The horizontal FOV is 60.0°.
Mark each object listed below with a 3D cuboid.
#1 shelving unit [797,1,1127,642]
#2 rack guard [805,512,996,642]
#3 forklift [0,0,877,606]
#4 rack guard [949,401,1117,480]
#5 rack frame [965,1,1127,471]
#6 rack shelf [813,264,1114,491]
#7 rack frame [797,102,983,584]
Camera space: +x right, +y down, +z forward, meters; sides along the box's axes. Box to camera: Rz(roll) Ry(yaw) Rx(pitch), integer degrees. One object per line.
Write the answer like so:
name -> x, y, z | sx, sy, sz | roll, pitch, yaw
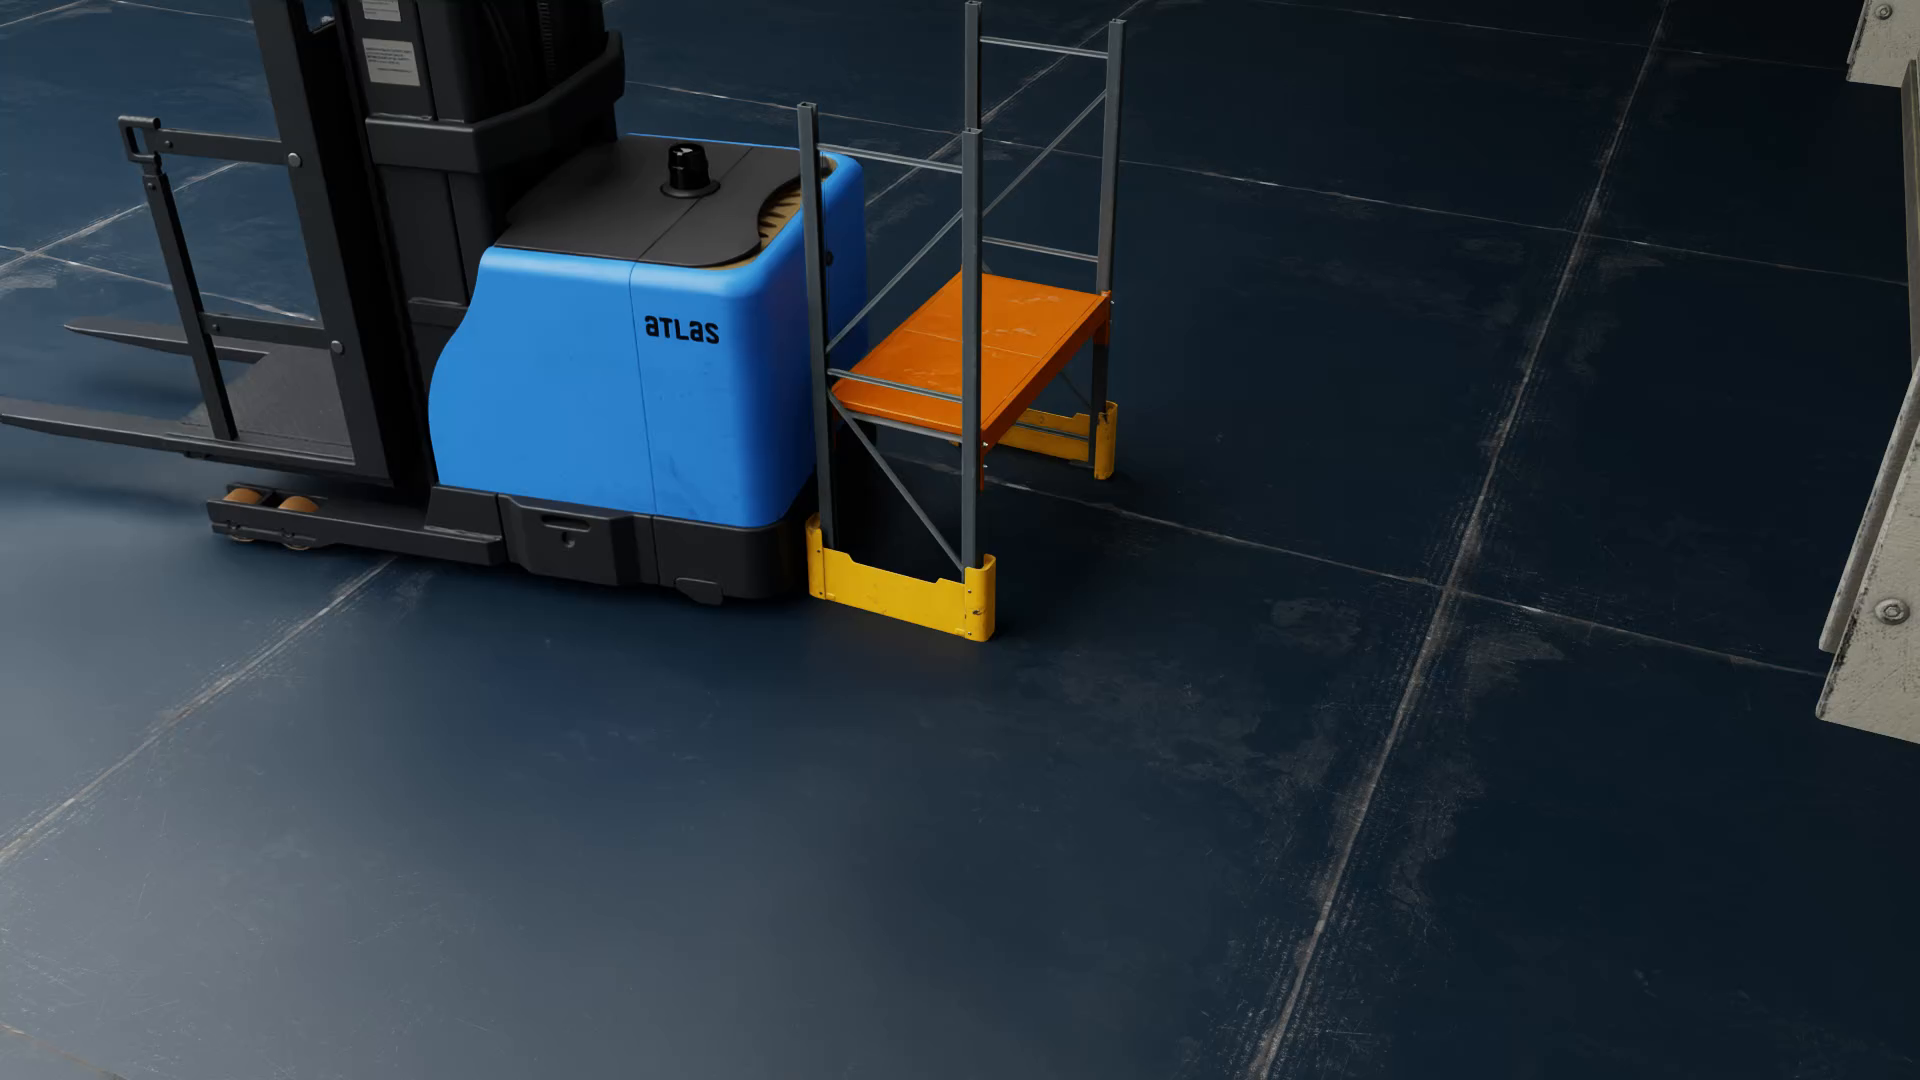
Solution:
shelving unit -> 0.032, -0.665, 4.897 | 0.587, 1.500, 1.083 | 14, 36, 20
rack guard -> -0.176, 0.106, 4.861 | 0.587, 0.250, 0.087 | 14, 36, 20
forklift -> -1.856, -1.464, 4.809 | 3.031, 2.935, 1.130 | 8, 34, 12
rack guard -> 0.240, -0.391, 5.618 | 0.587, 0.250, 0.087 | 14, 36, 20
rack frame -> 0.248, -0.923, 5.290 | 0.500, 1.500, 0.032 | 14, 36, 20
rack shelf -> 0.036, -0.519, 5.002 | 0.538, 0.185, 1.000 | 14, 36, 20
rack frame -> -0.177, -0.416, 4.517 | 0.500, 1.500, 0.032 | 14, 36, 20
